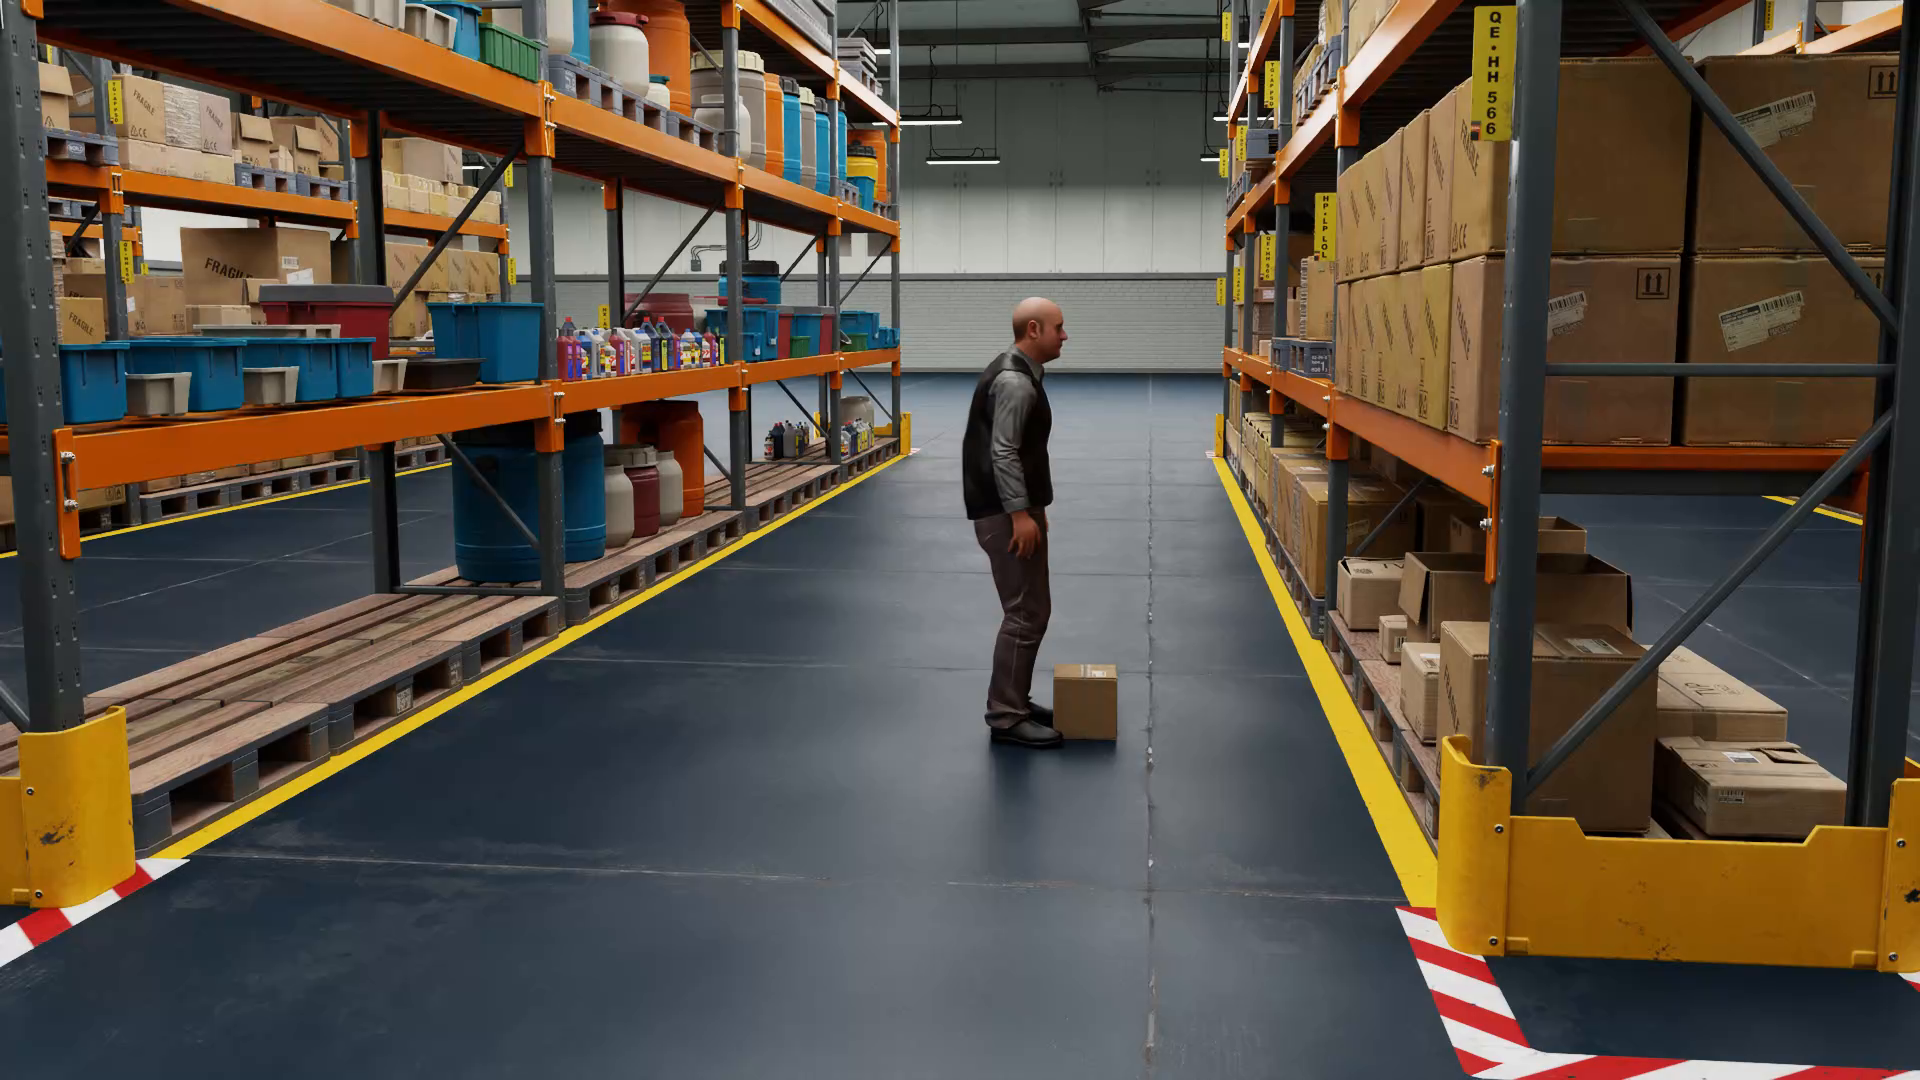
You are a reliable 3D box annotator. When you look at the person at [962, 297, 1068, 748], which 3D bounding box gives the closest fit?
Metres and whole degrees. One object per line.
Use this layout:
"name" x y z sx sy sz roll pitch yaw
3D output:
"person" 0.218 -0.087 6.544 0.421 1.721 0.580 1 8 7
